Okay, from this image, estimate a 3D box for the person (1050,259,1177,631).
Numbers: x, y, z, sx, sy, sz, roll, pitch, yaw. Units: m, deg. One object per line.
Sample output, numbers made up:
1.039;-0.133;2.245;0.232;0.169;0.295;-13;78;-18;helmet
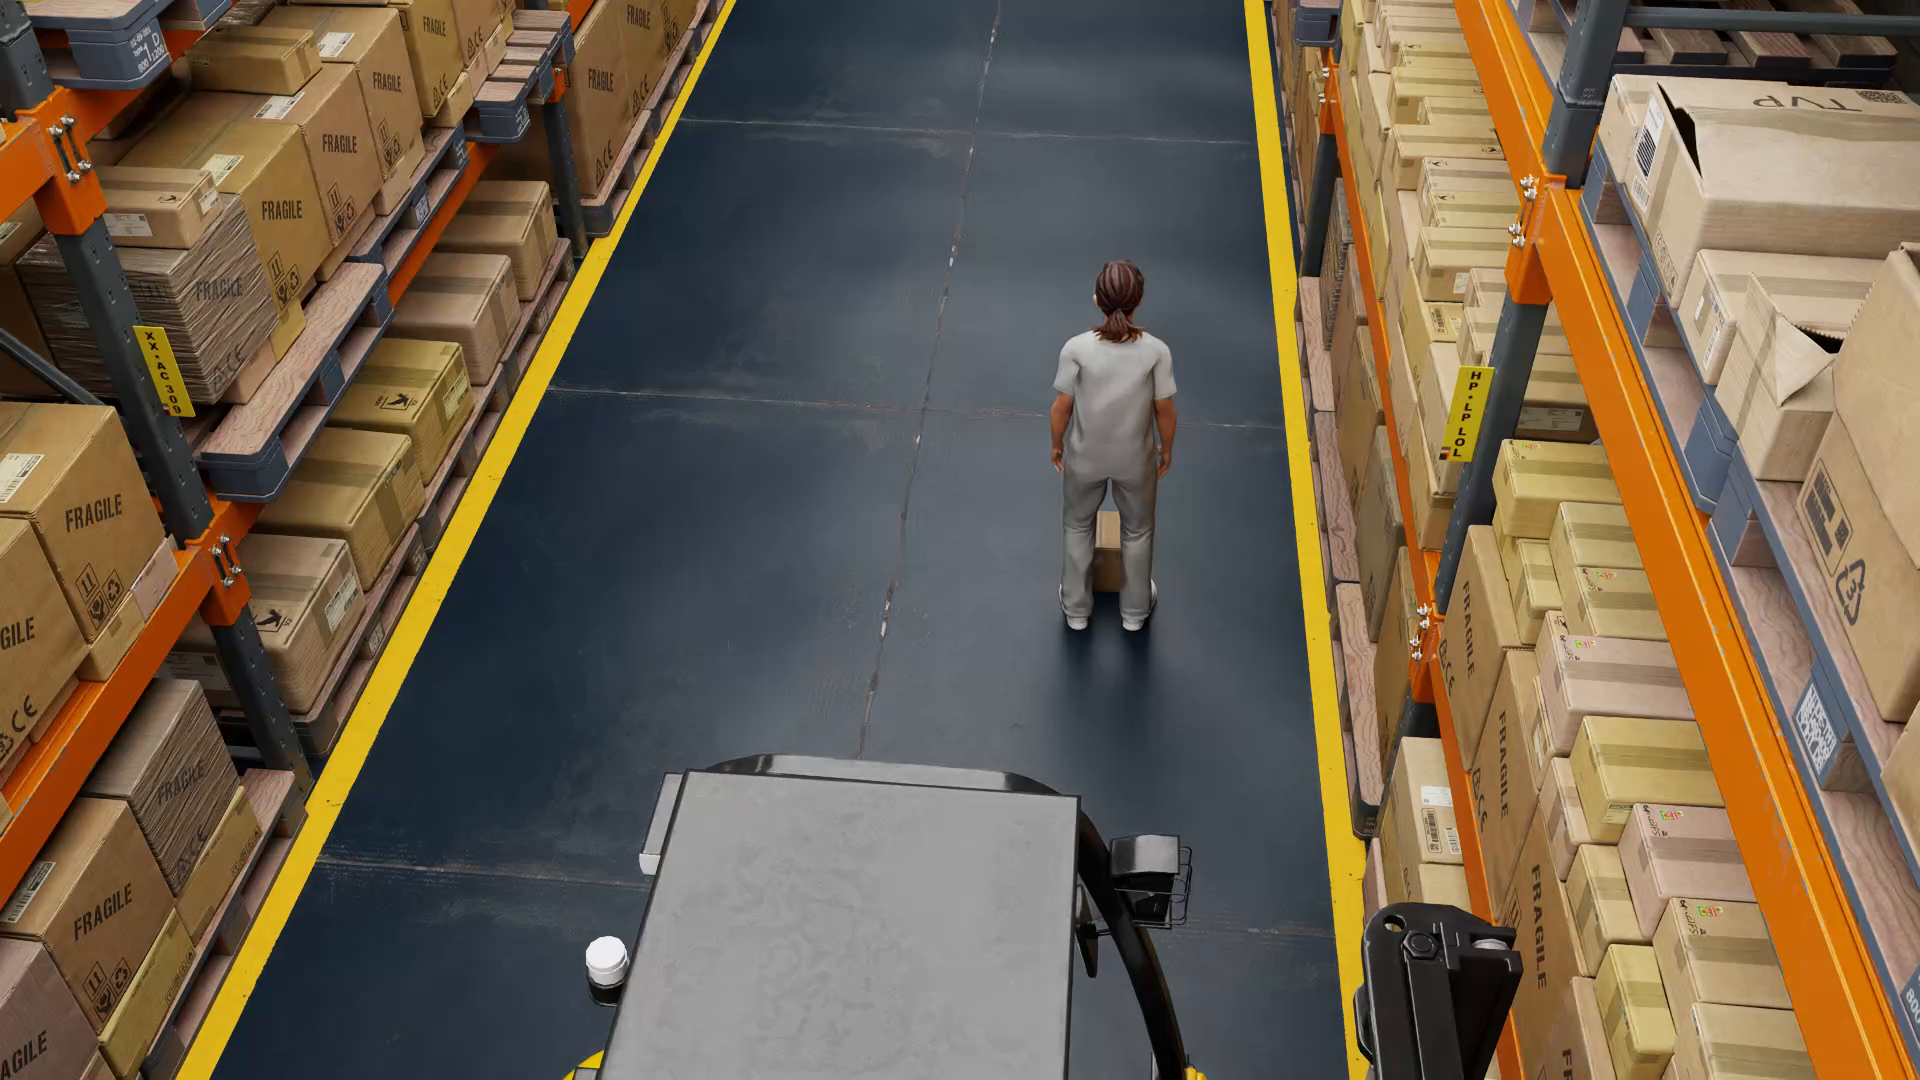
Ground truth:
0.594;-0.336;6.554;0.486;1.673;0.358;3;40;4;person
